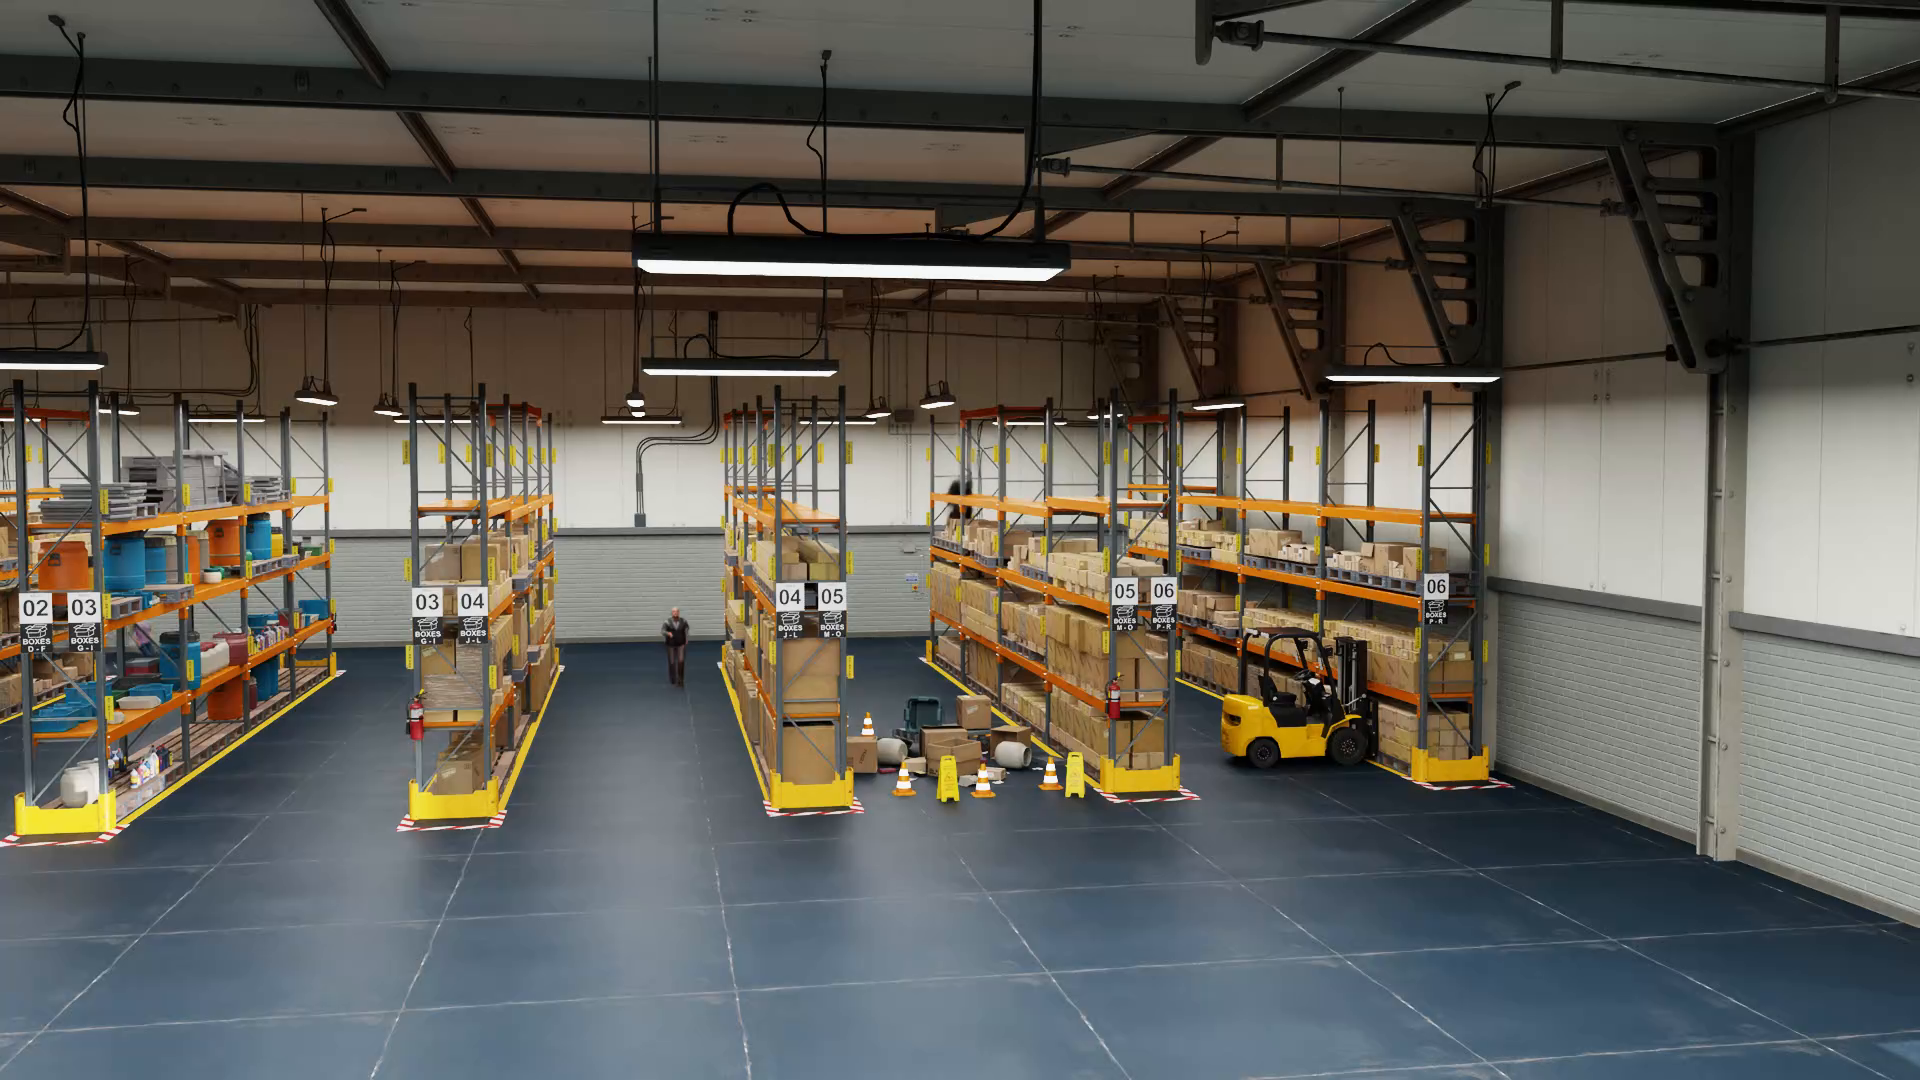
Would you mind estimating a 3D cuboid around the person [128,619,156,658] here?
[{"bbox_3d":[-18.503,2.324,37.601,0.567,1.538,0.600,2,4,36],"label":"person"}]

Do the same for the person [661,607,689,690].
[{"bbox_3d":[-6.161,2.312,35.961,0.610,1.754,0.889,-1,3,-10],"label":"person"}]
